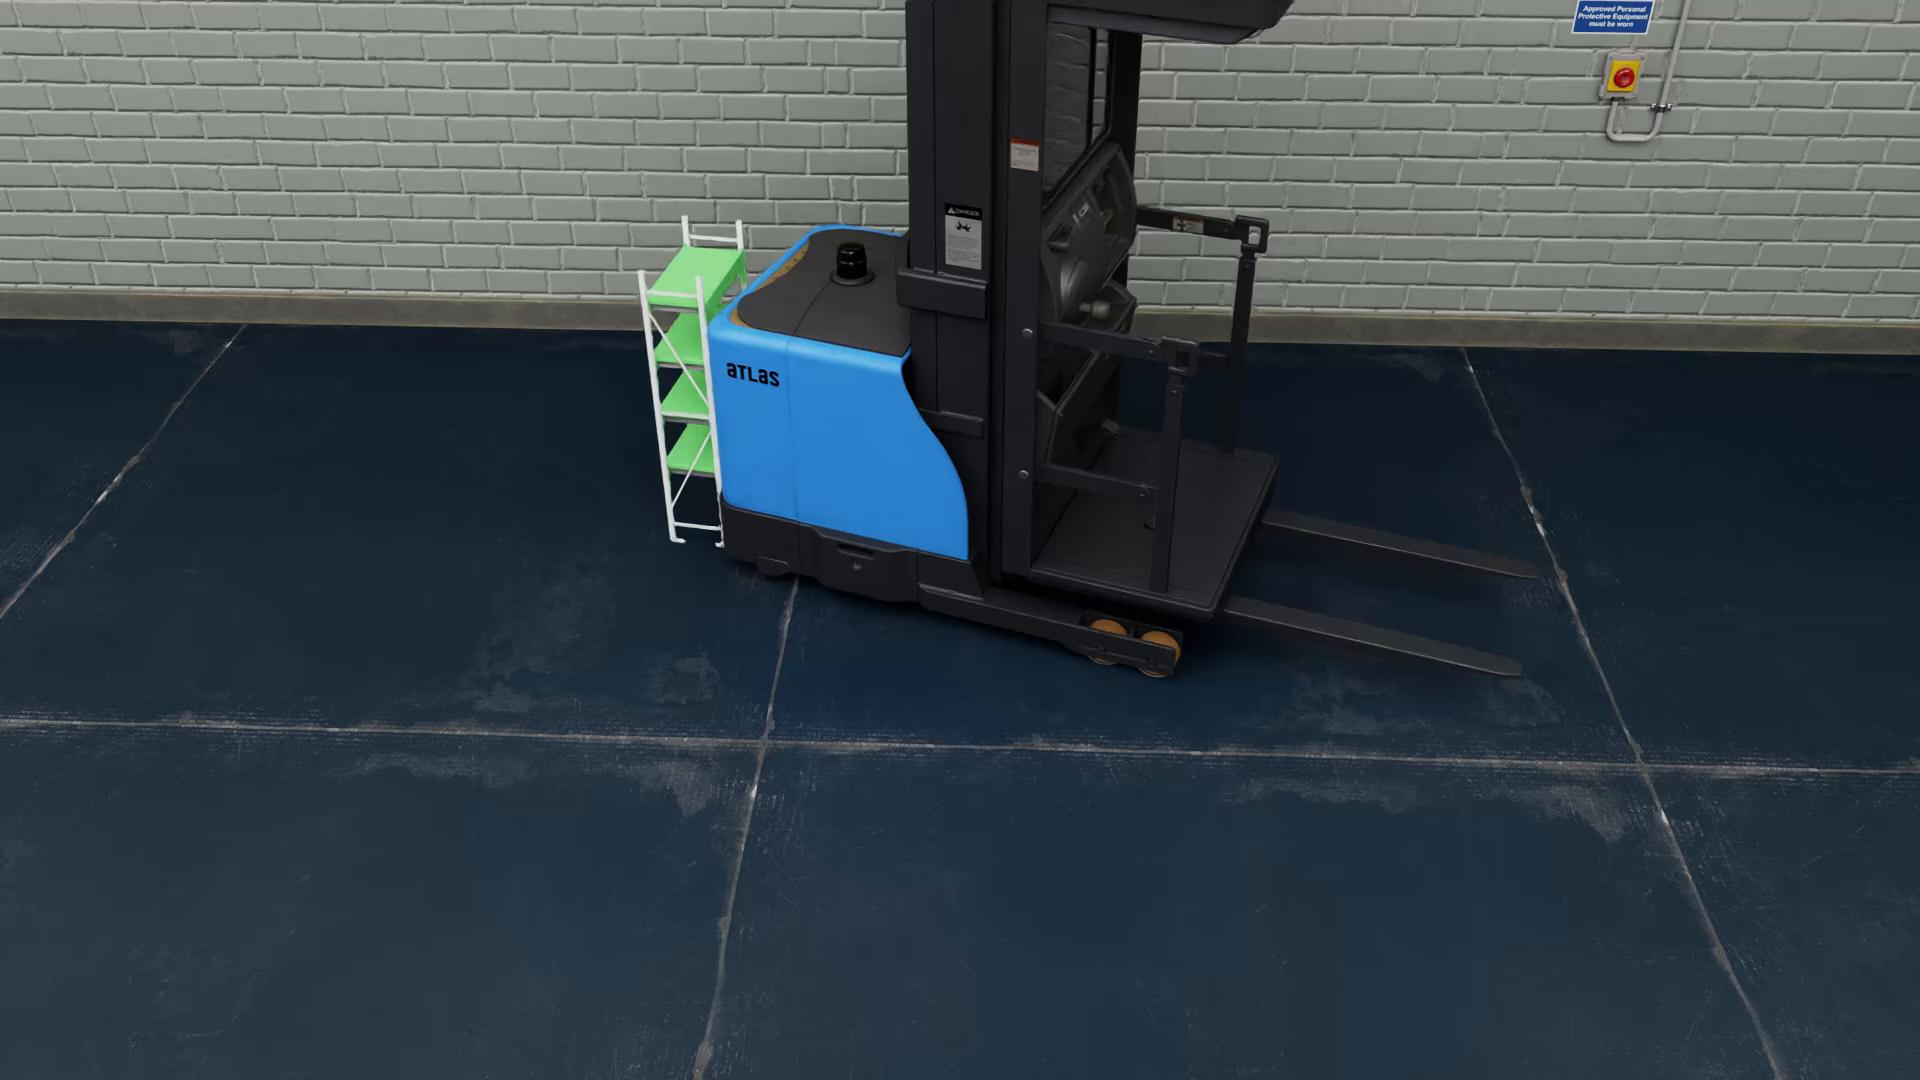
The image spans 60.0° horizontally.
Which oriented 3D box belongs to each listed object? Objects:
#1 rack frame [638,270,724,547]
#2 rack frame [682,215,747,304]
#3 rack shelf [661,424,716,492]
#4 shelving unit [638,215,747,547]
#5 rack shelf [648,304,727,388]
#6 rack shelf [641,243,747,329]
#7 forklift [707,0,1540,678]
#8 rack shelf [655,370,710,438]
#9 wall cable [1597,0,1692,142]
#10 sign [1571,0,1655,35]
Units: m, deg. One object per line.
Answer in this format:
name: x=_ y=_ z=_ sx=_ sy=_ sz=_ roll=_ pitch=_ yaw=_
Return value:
rack frame: x=-1.054 y=-0.478 z=6.386 sx=0.240 sy=1.200 sz=0.015 roll=6 pitch=36 yaw=9
rack frame: x=-0.961 y=-0.753 z=6.778 sx=0.240 sy=1.200 sz=0.015 roll=6 pitch=36 yaw=9
rack shelf: x=-1.008 y=-0.367 z=6.757 sx=0.258 sy=0.148 sz=0.480 roll=6 pitch=36 yaw=9
shelving unit: x=-1.008 y=-0.615 z=6.582 sx=0.258 sy=1.200 sz=0.503 roll=6 pitch=36 yaw=9
rack shelf: x=-1.008 y=-0.759 z=6.481 sx=0.258 sy=0.148 sz=0.480 roll=6 pitch=36 yaw=9
rack shelf: x=-1.008 y=-0.956 z=6.343 sx=0.258 sy=0.148 sz=0.480 roll=6 pitch=36 yaw=9
forklift: x=0.636 y=-1.047 z=5.691 sx=3.031 sy=2.935 sz=1.130 roll=13 pitch=37 yaw=17
rack shelf: x=-1.008 y=-0.563 z=6.619 sx=0.258 sy=0.148 sz=0.480 roll=6 pitch=36 yaw=9
wall cable: x=2.864 y=-2.568 z=6.884 sx=0.585 sy=1.953 sz=0.123 roll=1 pitch=35 yaw=2
sign: x=2.818 y=-2.286 z=7.159 sx=0.327 sy=0.218 sz=0.001 roll=1 pitch=35 yaw=2
